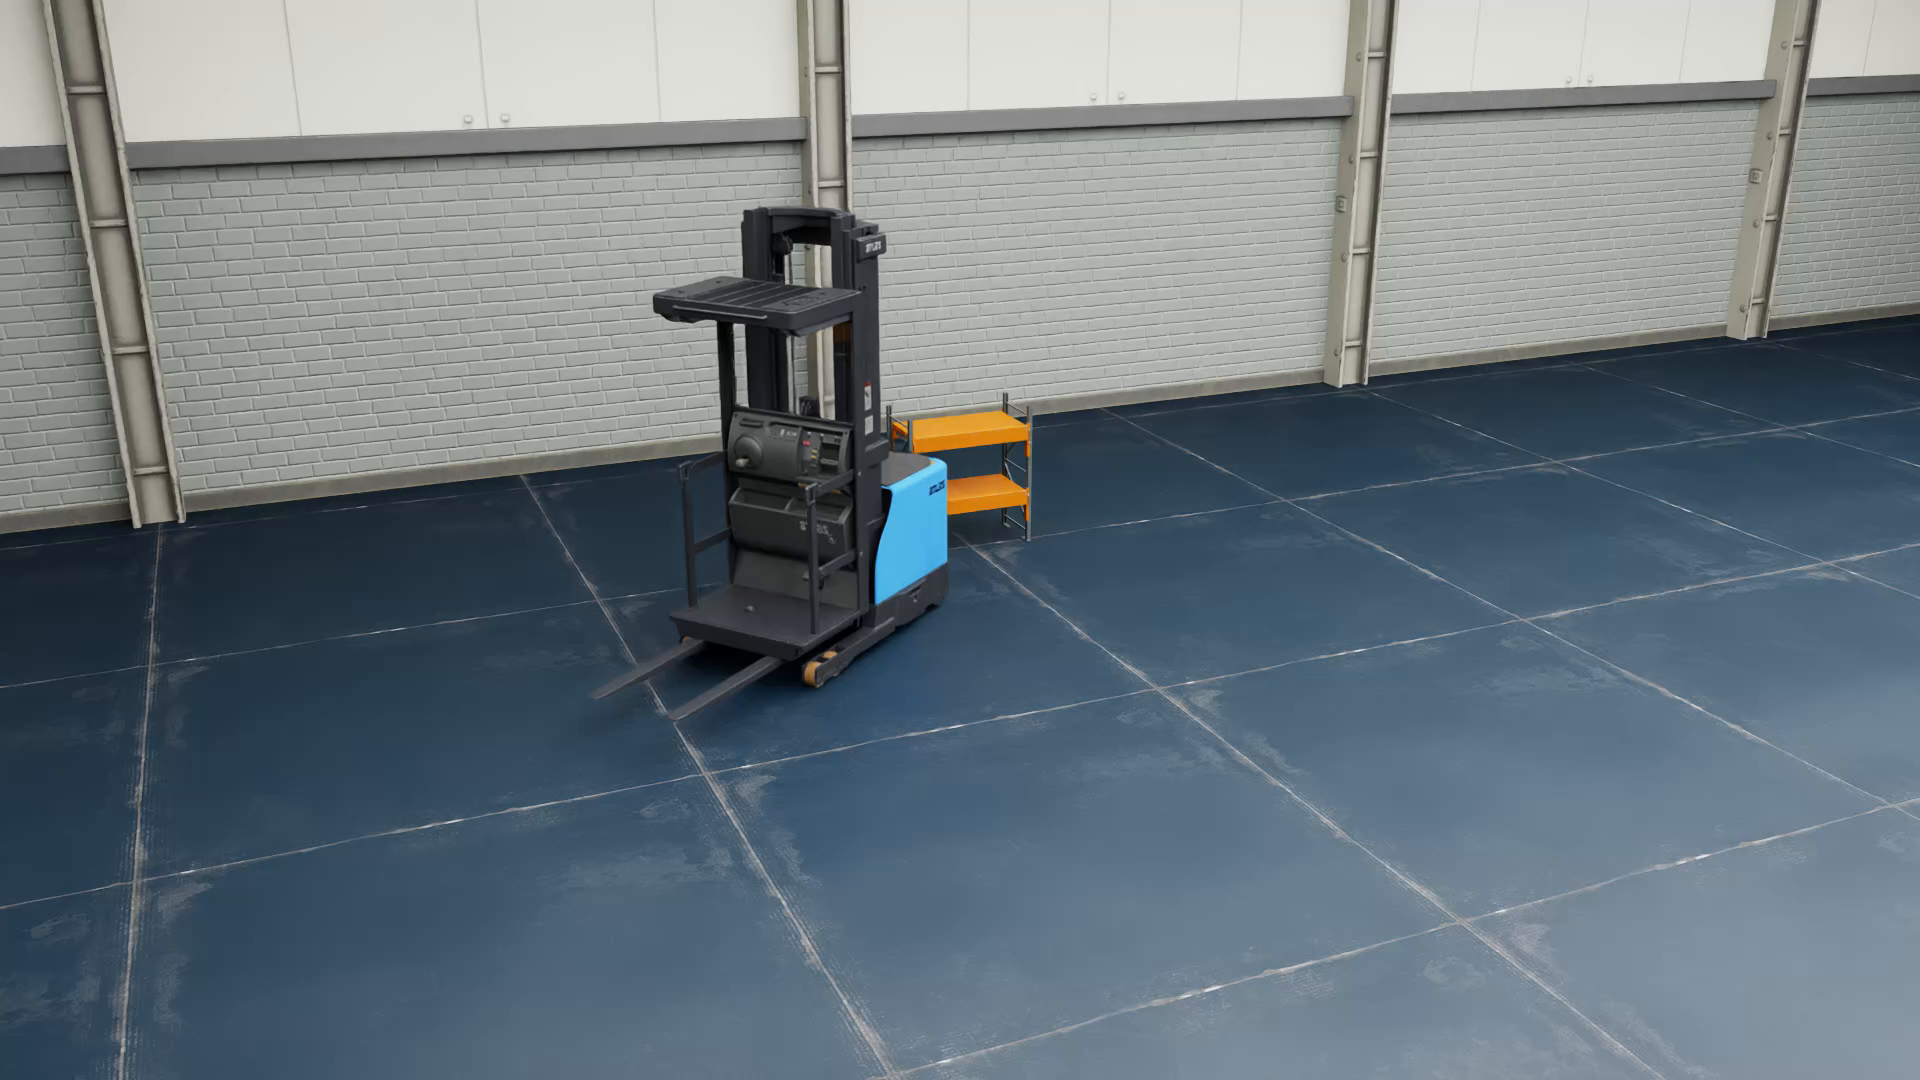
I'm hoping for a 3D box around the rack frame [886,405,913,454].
[{"bbox_3d":[-0.473,-0.463,13.143,0.032,1.125,0.500,-8,21,-22],"label":"rack frame"}]

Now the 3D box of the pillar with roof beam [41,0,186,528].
[{"bbox_3d":[-5.034,-3.102,8.783,0.400,9.000,9.100,-8,21,-22],"label":"pillar with roof beam"}]

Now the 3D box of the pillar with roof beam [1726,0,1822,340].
[{"bbox_3d":[11.494,-5.470,15.508,0.400,9.000,9.100,-8,21,-22],"label":"pillar with roof beam"}]

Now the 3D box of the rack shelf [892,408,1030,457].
[{"bbox_3d":[-0.006,-0.806,13.235,1.000,0.278,0.538,-8,21,-22],"label":"rack shelf"}]

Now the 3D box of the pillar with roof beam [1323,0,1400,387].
[{"bbox_3d":[5.985,-4.681,13.267,0.400,9.000,9.100,-8,21,-22],"label":"pillar with roof beam"}]

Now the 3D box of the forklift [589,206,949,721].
[{"bbox_3d":[-1.236,-0.599,10.809,1.130,2.935,3.031,10,22,27],"label":"forklift"}]

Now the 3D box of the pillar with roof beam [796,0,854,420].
[{"bbox_3d":[0.475,-3.892,11.025,0.400,9.000,9.100,-8,21,-22],"label":"pillar with roof beam"}]

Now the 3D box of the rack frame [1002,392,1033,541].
[{"bbox_3d":[0.461,-0.597,13.523,0.032,1.125,0.500,-8,21,-22],"label":"rack frame"}]

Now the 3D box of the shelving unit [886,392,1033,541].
[{"bbox_3d":[-0.006,-0.530,13.333,1.048,1.125,0.538,-8,21,-22],"label":"shelving unit"}]

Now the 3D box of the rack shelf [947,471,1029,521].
[{"bbox_3d":[-0.006,-0.299,13.414,1.000,0.278,0.538,-8,21,-22],"label":"rack shelf"}]
